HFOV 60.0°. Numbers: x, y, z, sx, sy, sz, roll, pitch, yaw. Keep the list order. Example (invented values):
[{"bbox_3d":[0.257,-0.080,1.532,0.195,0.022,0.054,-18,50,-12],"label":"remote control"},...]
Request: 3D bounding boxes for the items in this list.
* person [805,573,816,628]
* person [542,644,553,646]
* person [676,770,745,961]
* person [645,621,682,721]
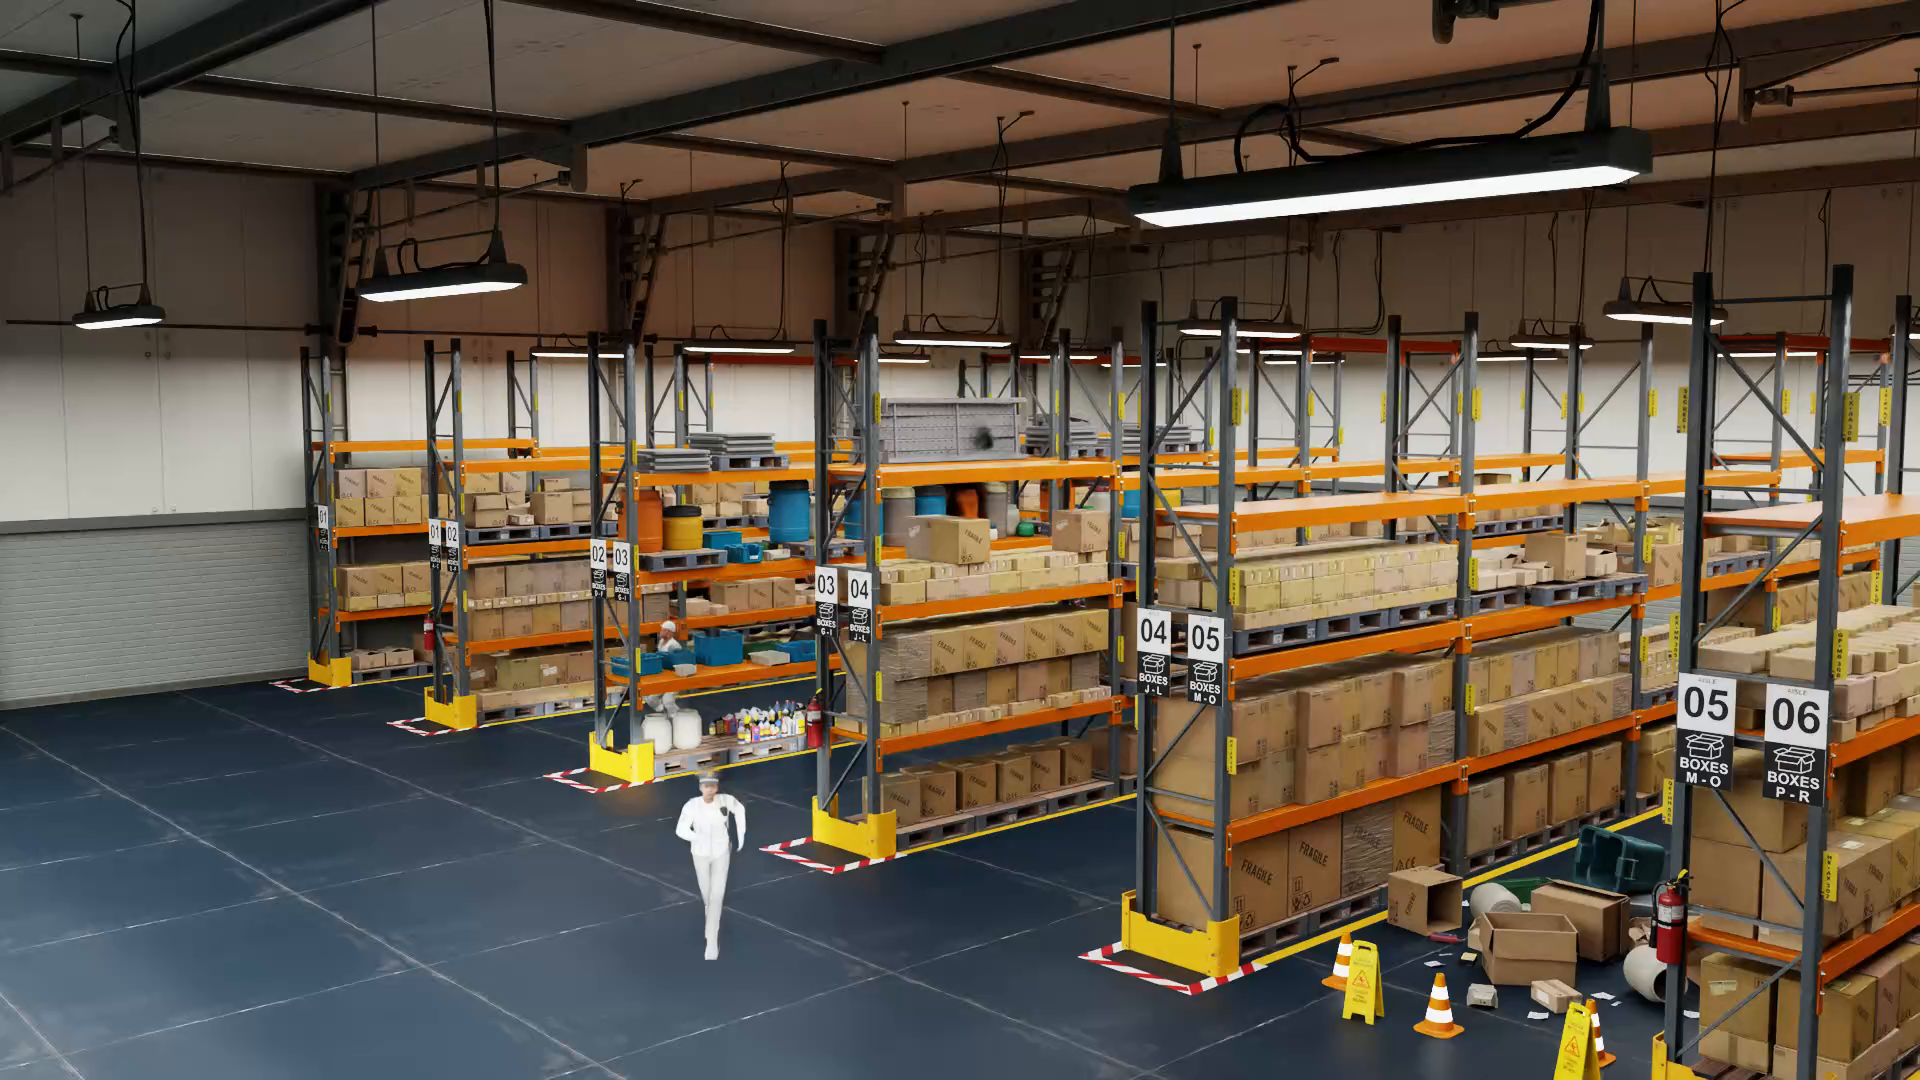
[{"bbox_3d":[-2.982,1.445,33.571,0.605,1.558,0.560,-4,6,-38],"label":"person"},{"bbox_3d":[-7.261,1.705,29.210,0.664,1.852,0.777,4,7,40],"label":"person"},{"bbox_3d":[-2.325,2.964,15.559,0.638,1.730,0.891,-1,5,-8],"label":"person"},{"bbox_3d":[-4.399,2.076,25.092,0.637,1.745,0.645,-5,7,-42],"label":"person"}]
